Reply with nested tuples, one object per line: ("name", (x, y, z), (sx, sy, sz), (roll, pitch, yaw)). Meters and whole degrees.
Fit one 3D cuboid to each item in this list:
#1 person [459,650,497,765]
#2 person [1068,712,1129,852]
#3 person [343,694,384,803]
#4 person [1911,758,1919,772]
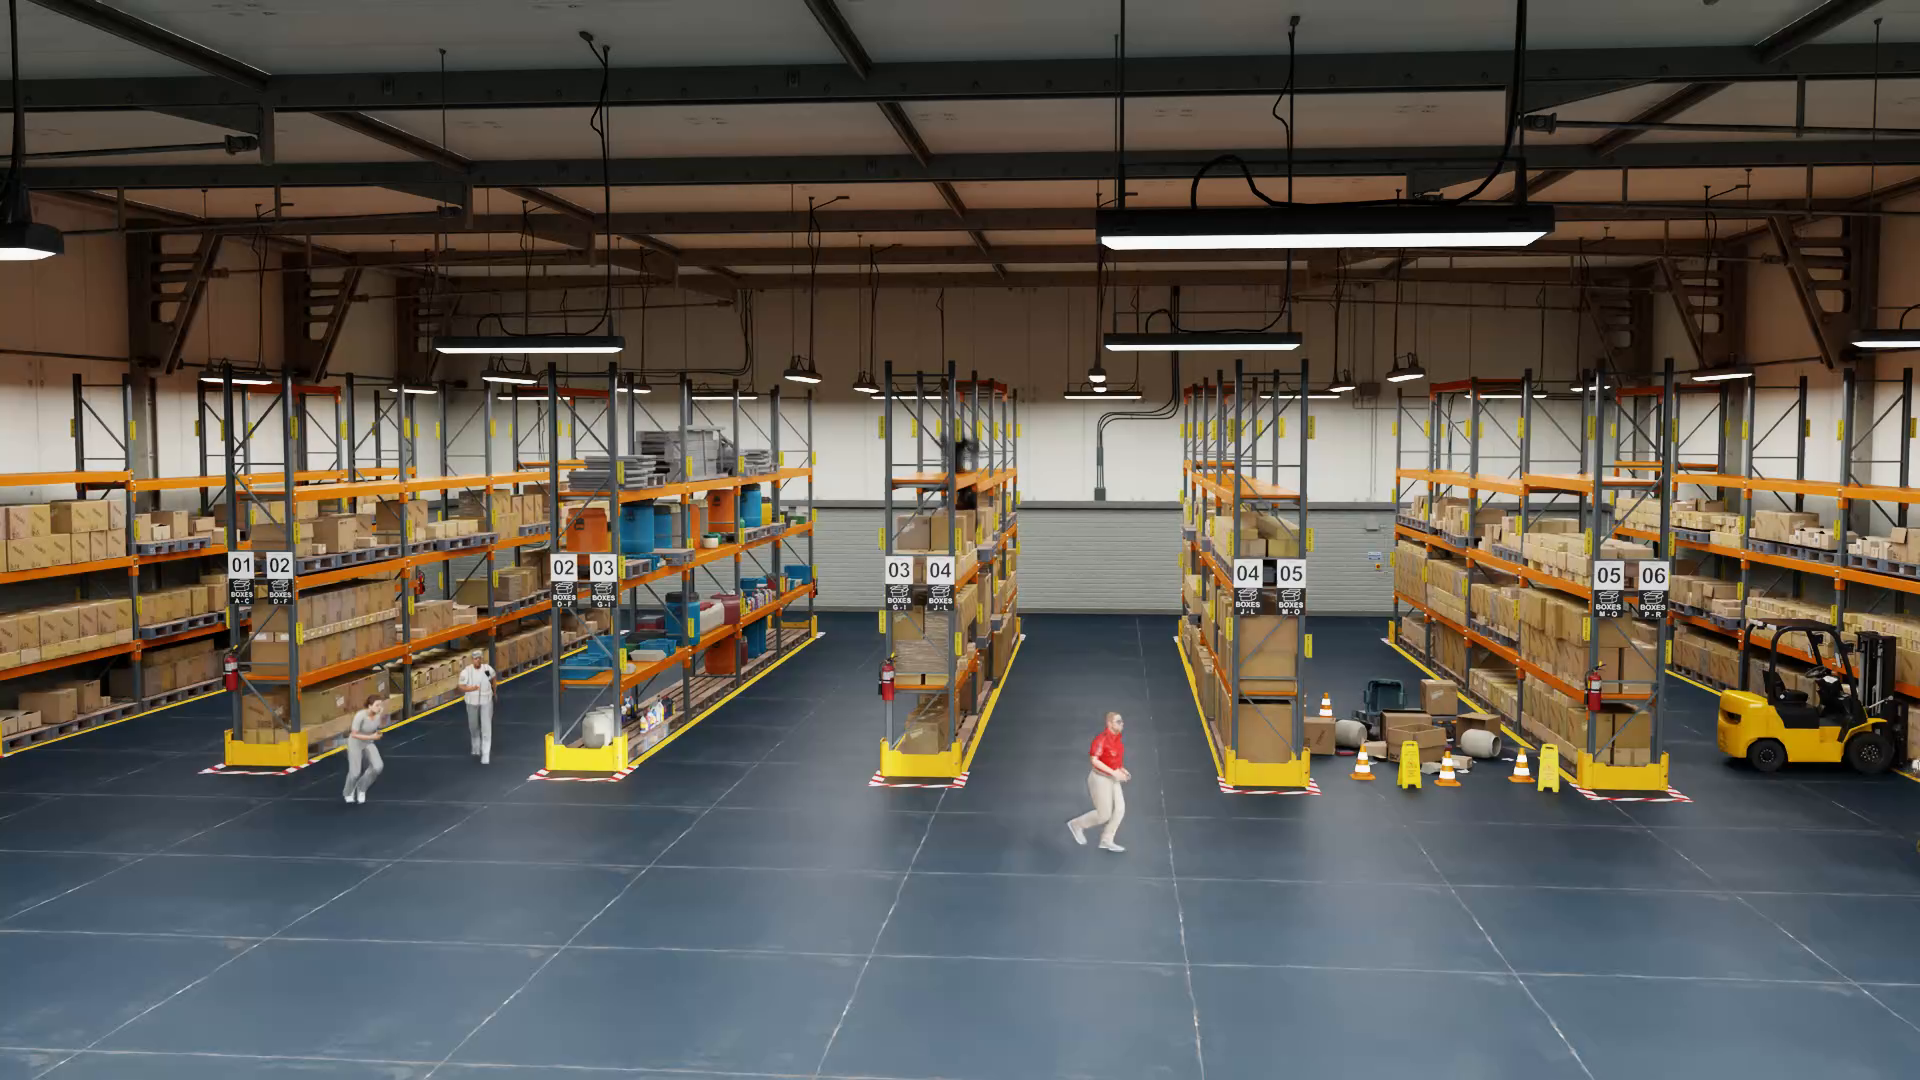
("person", (-7.310, 2.517, 25.234), (0.550, 1.717, 0.842), (-1, 4, -14))
("person", (1.684, 2.872, 19.858), (0.772, 1.677, 0.663), (2, 4, 33))
("person", (-7.928, 2.775, 22.204), (0.888, 1.505, 0.595), (3, 5, 34))
("person", (11.421, 2.966, 19.047), (0.656, 1.534, 1.018), (1, 4, 8))
